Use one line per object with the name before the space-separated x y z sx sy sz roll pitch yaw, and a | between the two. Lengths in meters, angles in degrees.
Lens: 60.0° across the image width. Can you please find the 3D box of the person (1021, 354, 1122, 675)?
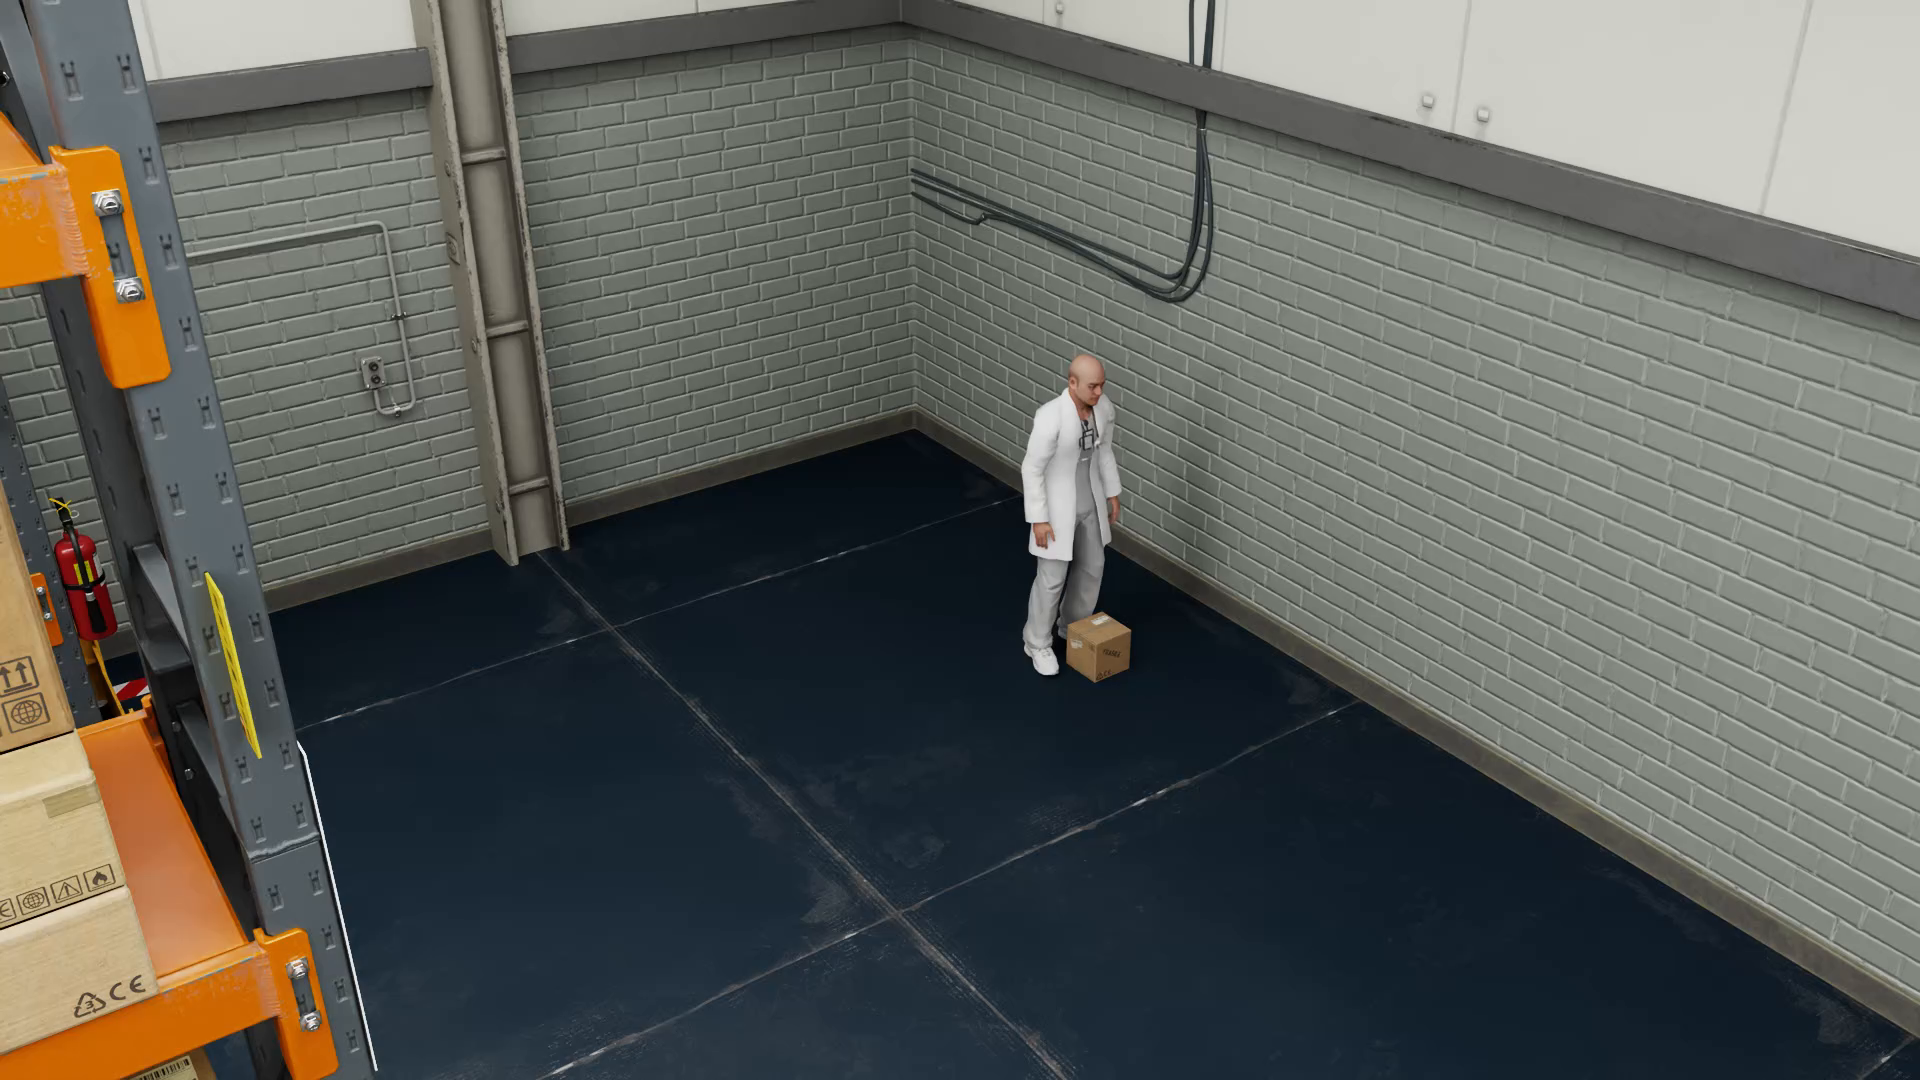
person | 0.608 -0.122 8.986 0.655 1.662 0.422 -20 34 -33
